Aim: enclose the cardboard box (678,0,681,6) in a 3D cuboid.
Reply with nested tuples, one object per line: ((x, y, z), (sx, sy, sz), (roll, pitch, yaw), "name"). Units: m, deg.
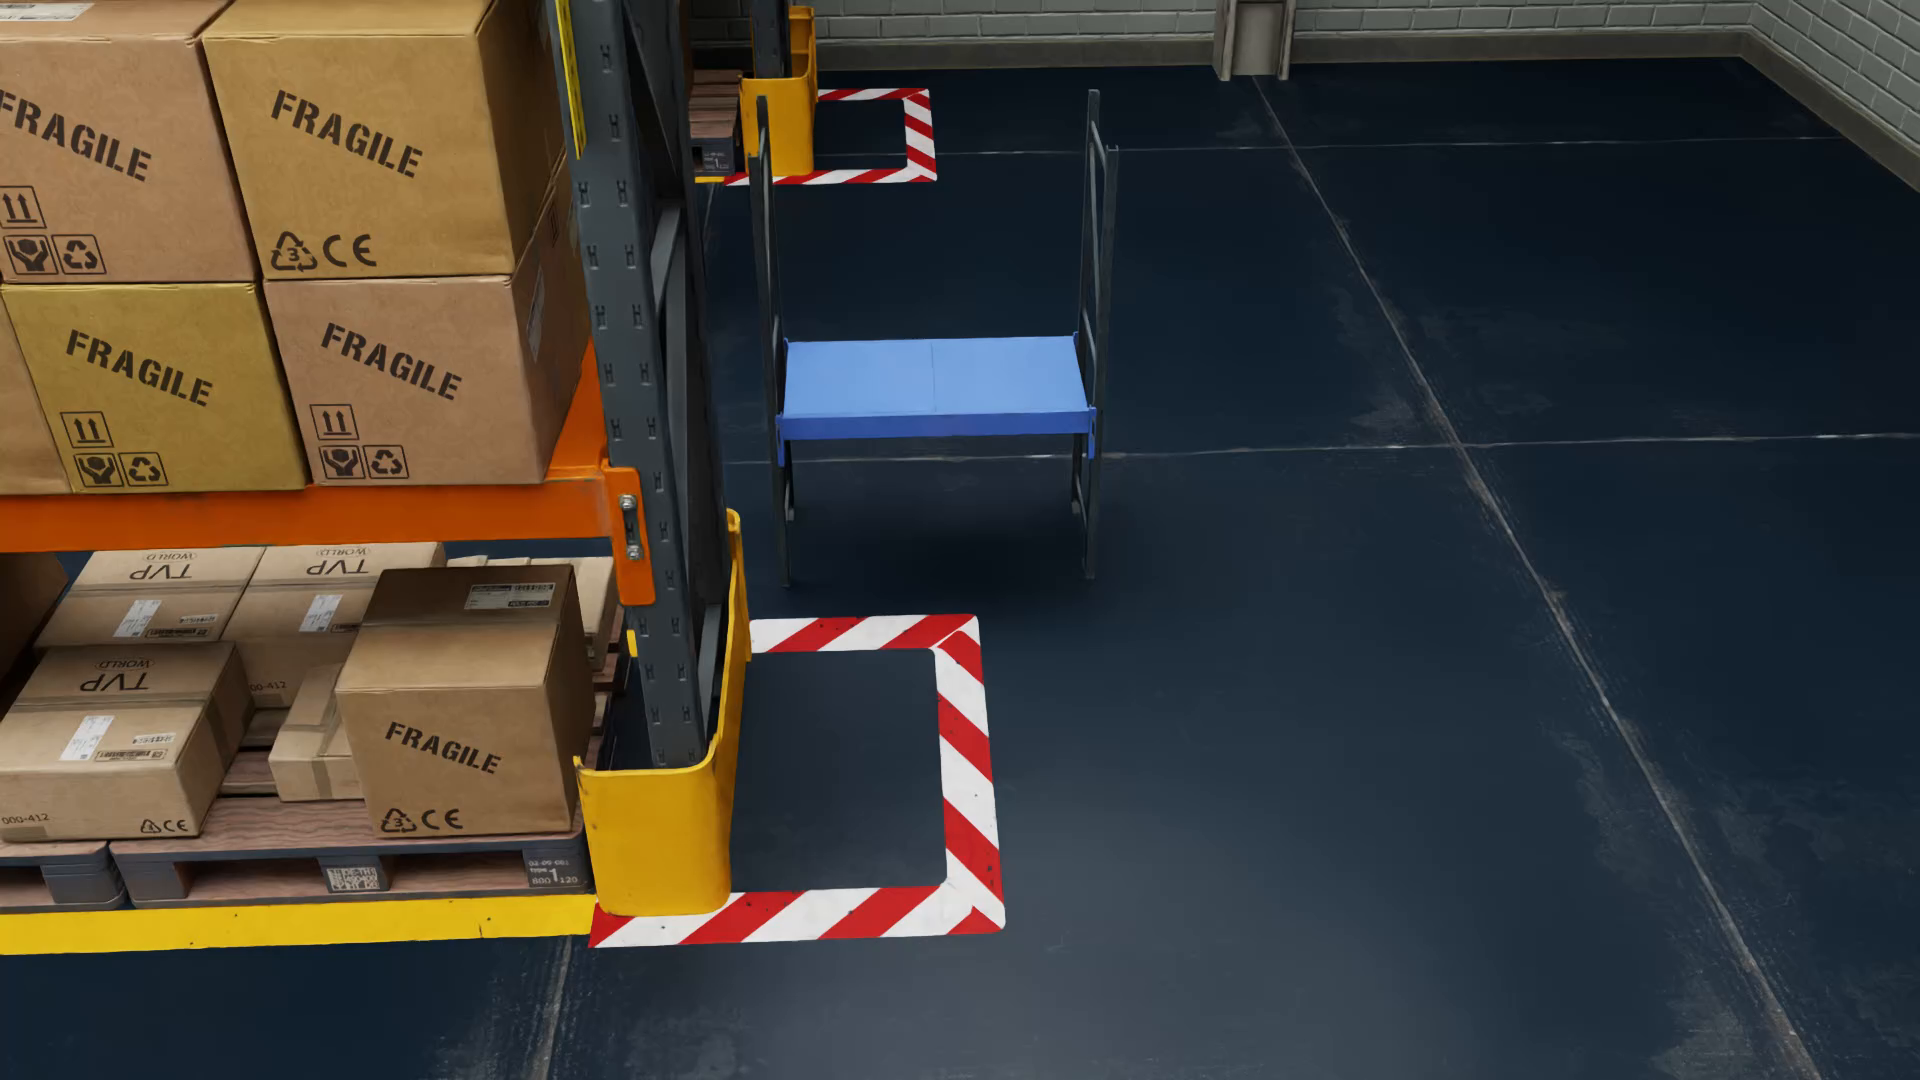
((-1.546, -2.857, 8.501), (0.250, 0.149, 0.380), (-1, 35, -2), "cardboard box")

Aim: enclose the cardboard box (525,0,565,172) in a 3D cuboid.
((-1.185, -1.179, 3.851), (0.500, 0.500, 0.500), (-1, 35, -1), "cardboard box")

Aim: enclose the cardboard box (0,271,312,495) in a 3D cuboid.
((-1.681, -0.447, 3.672), (0.500, 0.500, 0.500), (-1, 35, -2), "cardboard box")

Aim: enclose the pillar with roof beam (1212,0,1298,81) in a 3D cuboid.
((1.893, -3.989, 3.606), (0.400, 9.000, 9.100), (-2, 35, -2), "pillar with roof beam")

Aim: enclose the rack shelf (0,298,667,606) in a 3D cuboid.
((-2.727, -0.239, 4.092), (4.000, 0.370, 1.077), (-2, 35, -2), "rack shelf")

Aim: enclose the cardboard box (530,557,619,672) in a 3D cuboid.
((-1.163, 0.219, 4.917), (0.250, 0.149, 0.380), (-2, 35, -2), "cardboard box")

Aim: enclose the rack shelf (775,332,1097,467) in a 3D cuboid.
((-0.085, -0.467, 5.422), (1.000, 0.185, 0.538), (-2, 35, -2), "rack shelf")

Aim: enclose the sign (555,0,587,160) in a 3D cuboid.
((-0.723, -0.879, 3.089), (0.005, 0.325, 0.100), (-2, 35, -2), "sign")

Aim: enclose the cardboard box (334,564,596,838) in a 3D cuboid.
((-1.260, 0.413, 4.328), (0.500, 0.500, 0.500), (-2, 35, -2), "cardboard box")

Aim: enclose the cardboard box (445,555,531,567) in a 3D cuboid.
((-1.413, 0.218, 4.902), (0.250, 0.166, 0.380), (-2, 35, -2), "cardboard box")

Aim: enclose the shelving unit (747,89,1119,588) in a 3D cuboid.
((-0.085, -0.614, 5.320), (1.048, 1.500, 0.538), (-2, 35, -2), "shelving unit")

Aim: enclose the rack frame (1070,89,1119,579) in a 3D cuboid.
((0.423, -0.628, 5.340), (0.032, 1.500, 0.500), (-2, 35, -2), "rack frame")

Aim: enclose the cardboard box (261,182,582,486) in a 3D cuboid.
((-1.163, -0.463, 3.695), (0.500, 0.500, 0.500), (-1, 35, -1), "cardboard box")

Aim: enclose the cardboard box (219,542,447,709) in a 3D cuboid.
((-1.785, 0.228, 4.815), (0.500, 0.250, 0.500), (-2, 35, -2), "cardboard box")

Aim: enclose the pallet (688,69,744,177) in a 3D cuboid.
((-1.762, -2.192, 8.732), (1.213, 0.211, 1.003), (-2, 35, -2), "pallet")

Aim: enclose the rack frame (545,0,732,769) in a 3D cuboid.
((-0.729, -0.589, 3.965), (0.127, 3.000, 1.000), (-2, 35, -2), "rack frame")

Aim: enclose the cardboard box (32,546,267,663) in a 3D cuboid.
((-2.284, 0.241, 4.795), (0.500, 0.250, 0.500), (-2, 35, -2), "cardboard box")

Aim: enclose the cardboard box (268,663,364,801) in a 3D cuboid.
((-1.669, 0.510, 4.481), (0.250, 0.166, 0.380), (-2, 35, -2), "cardboard box")

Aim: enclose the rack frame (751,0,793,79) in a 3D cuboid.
((-0.967, -3.405, 8.034), (0.127, 3.000, 1.000), (-2, 35, -2), "rack frame")

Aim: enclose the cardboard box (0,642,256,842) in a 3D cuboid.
((-2.211, 0.524, 4.386), (0.500, 0.250, 0.500), (-2, 35, -2), "cardboard box")

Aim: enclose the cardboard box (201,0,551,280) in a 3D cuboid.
((-1.161, -0.873, 3.409), (0.500, 0.500, 0.500), (-2, 35, -3), "cardboard box")

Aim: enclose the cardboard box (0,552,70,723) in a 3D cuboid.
((-2.848, 0.311, 4.472), (0.637, 0.503, 0.797), (-2, 35, -2), "cardboard box")

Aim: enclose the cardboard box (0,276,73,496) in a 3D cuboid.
((-2.180, -0.437, 3.657), (0.500, 0.500, 0.500), (-1, 35, -2), "cardboard box")

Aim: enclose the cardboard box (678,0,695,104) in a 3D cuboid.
((-1.662, -2.474, 8.516), (0.500, 0.500, 0.700), (-2, 35, -2), "cardboard box")

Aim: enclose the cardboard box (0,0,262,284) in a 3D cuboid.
((-1.665, -0.859, 3.388), (0.500, 0.500, 0.500), (-1, 35, -1), "cardboard box")

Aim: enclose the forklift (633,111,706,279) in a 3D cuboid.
((-2.488, -2.710, 7.090), (1.130, 2.935, 3.031), (-28, 44, -34), "forklift")

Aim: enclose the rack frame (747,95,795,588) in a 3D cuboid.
((-0.593, -0.601, 5.300), (0.032, 1.500, 0.500), (-2, 35, -2), "rack frame")

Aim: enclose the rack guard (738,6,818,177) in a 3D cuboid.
((-0.943, -2.377, 8.746), (0.348, 0.500, 1.175), (-2, 35, -2), "rack guard")

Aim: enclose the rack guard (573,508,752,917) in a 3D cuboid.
((-0.805, 0.441, 4.673), (0.348, 0.500, 1.175), (-2, 35, -2), "rack guard")

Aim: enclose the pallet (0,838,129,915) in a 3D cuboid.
((-2.817, 0.613, 4.679), (1.213, 0.211, 1.003), (-2, 35, -2), "pallet")

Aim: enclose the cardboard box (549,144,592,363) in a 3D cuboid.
((-1.185, -0.768, 4.136), (0.500, 0.500, 0.500), (-1, 35, -1), "cardboard box")

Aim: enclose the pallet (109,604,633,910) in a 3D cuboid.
((-1.601, 0.582, 4.724), (1.213, 0.211, 1.003), (-2, 35, -2), "pallet")

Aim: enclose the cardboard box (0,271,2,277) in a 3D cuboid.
((-2.183, -0.842, 3.364), (0.500, 0.500, 0.500), (-1, 35, -1), "cardboard box")
